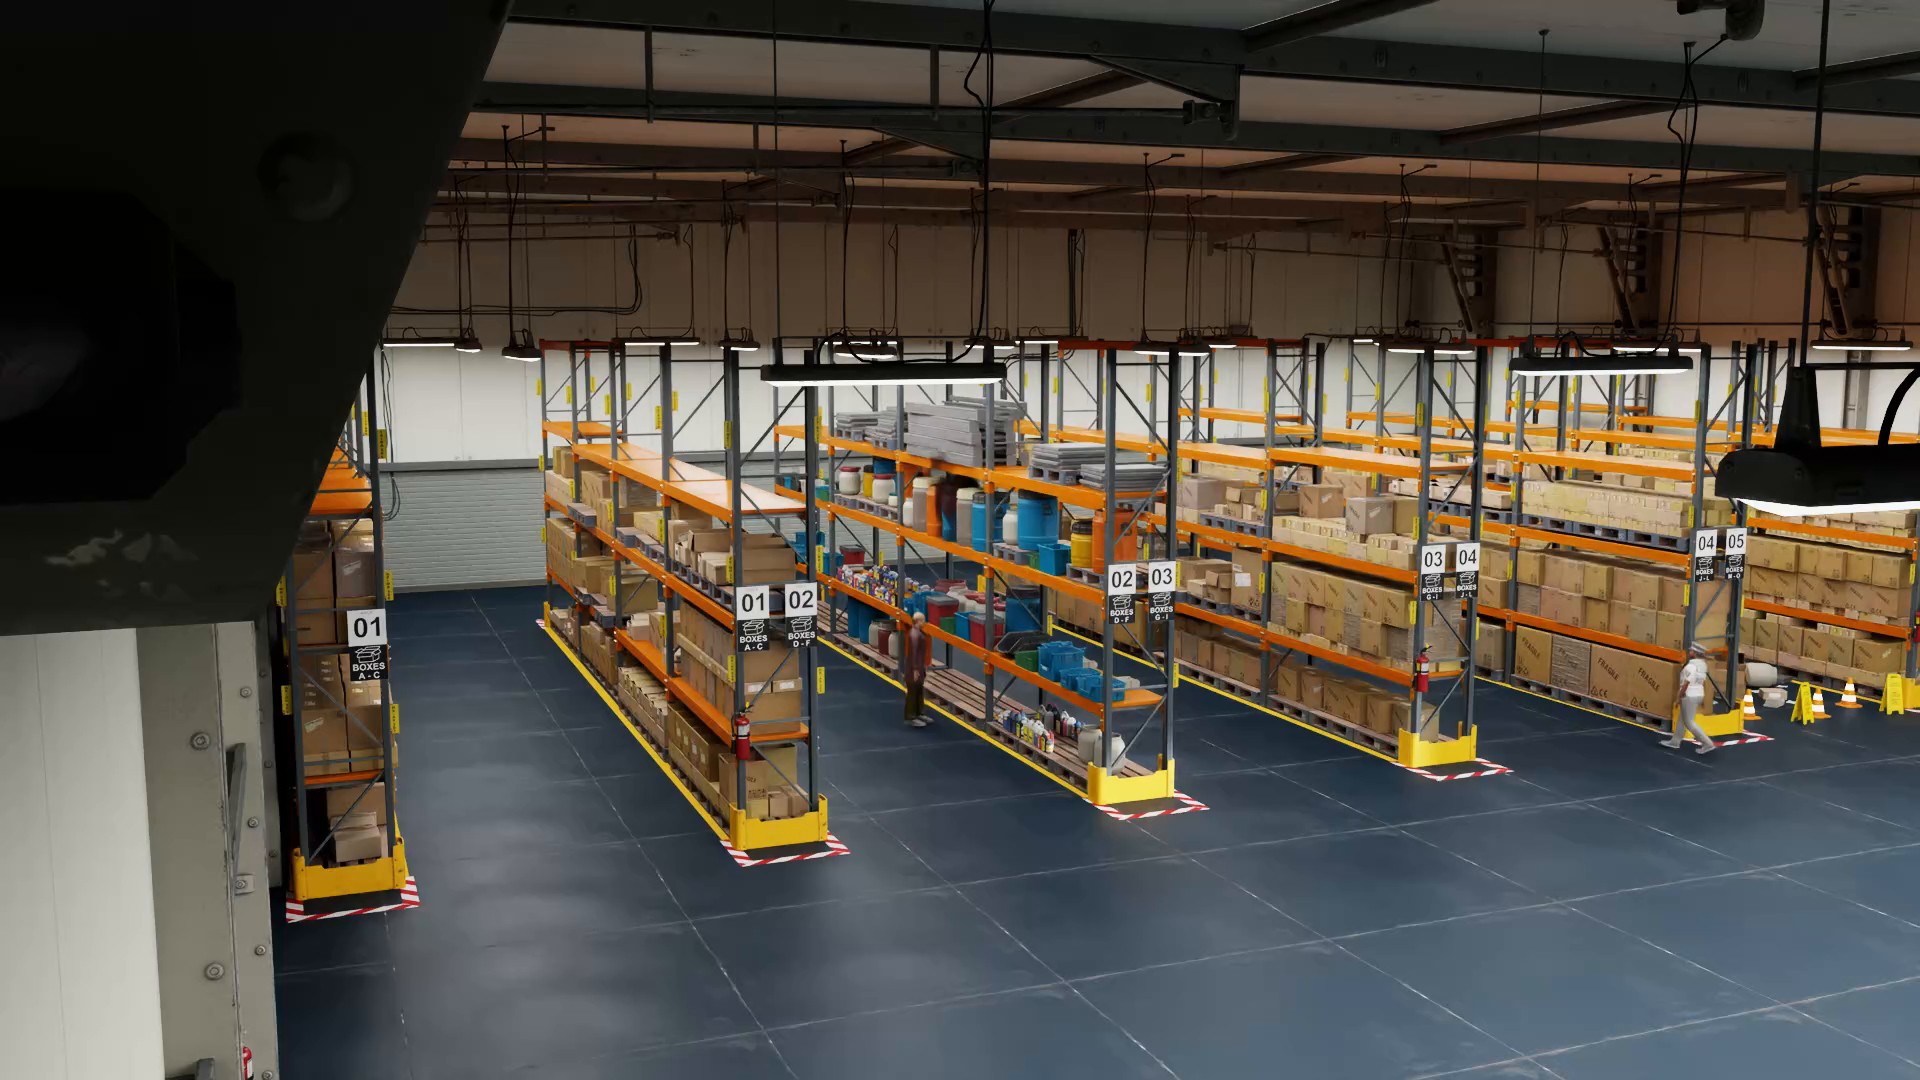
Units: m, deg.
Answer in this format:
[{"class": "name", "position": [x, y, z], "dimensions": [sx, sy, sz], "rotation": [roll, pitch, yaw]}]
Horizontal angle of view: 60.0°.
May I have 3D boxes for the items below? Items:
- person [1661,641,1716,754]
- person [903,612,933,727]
[{"class": "person", "position": [10.816, 2.324, 24.575], "dimensions": [0.503, 1.647, 0.928], "rotation": [-5, 9, -33]}, {"class": "person", "position": [-0.664, 2.026, 26.196], "dimensions": [0.468, 1.799, 0.606], "rotation": [0, 7, 3]}]
